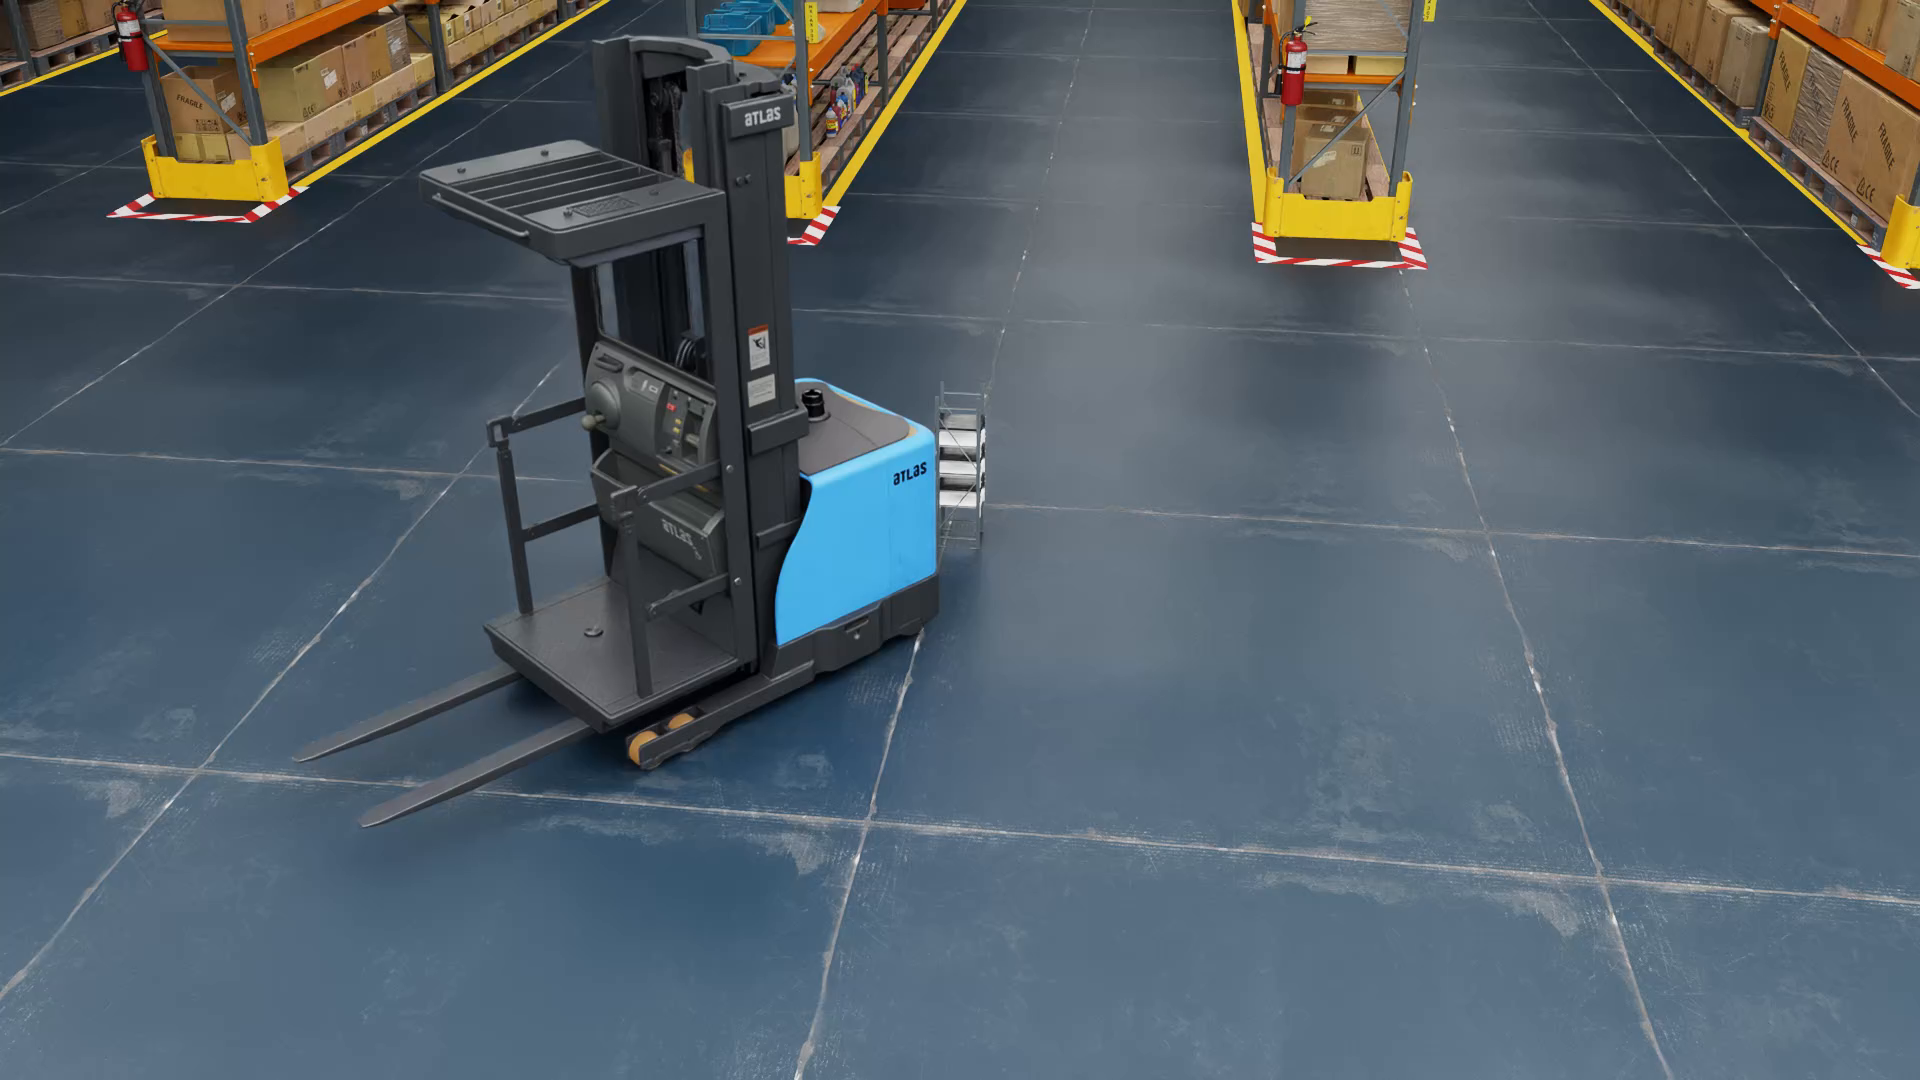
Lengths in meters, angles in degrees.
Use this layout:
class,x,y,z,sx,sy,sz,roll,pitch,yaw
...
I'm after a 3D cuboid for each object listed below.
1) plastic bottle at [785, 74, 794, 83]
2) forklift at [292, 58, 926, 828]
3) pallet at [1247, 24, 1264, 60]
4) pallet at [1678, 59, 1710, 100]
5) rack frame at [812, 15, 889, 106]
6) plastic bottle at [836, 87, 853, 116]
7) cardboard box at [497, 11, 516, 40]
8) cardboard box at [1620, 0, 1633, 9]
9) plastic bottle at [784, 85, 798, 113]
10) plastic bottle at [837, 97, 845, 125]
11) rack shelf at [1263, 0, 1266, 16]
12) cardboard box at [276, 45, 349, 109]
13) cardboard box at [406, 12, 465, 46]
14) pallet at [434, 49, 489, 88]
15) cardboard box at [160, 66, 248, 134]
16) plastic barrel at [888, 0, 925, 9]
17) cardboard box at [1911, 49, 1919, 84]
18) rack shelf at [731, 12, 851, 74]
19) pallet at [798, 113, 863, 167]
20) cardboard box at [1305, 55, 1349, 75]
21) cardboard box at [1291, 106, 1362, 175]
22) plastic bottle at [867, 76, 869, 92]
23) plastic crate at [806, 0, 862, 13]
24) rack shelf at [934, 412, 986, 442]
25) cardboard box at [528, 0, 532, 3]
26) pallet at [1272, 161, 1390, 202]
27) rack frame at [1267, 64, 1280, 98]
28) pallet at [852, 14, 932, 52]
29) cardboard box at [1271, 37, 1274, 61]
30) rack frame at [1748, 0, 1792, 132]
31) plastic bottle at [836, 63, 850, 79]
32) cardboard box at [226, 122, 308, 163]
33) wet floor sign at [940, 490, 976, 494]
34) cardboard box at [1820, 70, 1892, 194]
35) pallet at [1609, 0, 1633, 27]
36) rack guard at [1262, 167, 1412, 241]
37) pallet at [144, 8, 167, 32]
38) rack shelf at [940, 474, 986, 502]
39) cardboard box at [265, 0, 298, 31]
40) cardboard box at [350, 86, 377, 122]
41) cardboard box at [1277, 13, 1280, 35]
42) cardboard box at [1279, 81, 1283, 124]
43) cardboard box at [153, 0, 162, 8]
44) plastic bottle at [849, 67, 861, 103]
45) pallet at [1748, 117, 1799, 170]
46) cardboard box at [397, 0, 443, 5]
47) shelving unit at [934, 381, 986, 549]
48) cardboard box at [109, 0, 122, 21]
class,x,y,z,sx,sy,sz,roll,pitch,yaw
plastic bottle,-1.789,-4.730,17.196,0.144,0.351,0.185,4,29,8
forklift,-1.555,-0.511,7.175,2.937,2.867,1.118,-24,37,-37
pallet,4.030,-6.058,20.272,1.003,0.211,1.213,3,28,6
pallet,8.714,-5.151,18.588,1.003,0.211,1.213,3,28,6
rack frame,-1.279,-6.058,17.333,1.000,3.000,0.127,3,28,6
plastic bottle,-1.158,-4.414,16.689,0.152,0.276,0.135,4,29,7
cardboard box,-5.711,-6.222,20.092,0.500,0.250,0.500,4,29,7
cardboard box,8.975,-7.221,21.684,0.500,0.500,0.500,2,28,4
plastic bottle,-1.714,-4.411,16.684,0.152,0.276,0.135,3,28,6
plastic bottle,-1.183,-4.212,16.318,0.097,0.271,0.097,0,28,0
rack shelf,1.464,-7.758,18.322,5.951,3.145,4.000,3,28,6
cardboard box,-6.290,-4.481,16.070,0.500,0.500,0.500,3,28,6
cardboard box,-5.896,-5.749,18.624,0.500,0.311,0.500,3,29,6
pallet,-6.143,-5.470,19.180,1.003,0.211,1.213,3,28,6
cardboard box,-6.914,-4.039,15.251,0.500,0.500,0.500,3,28,6
plastic barrel,-0.745,-7.402,21.672,0.600,0.830,0.708,3,28,6
cardboard box,8.058,-3.795,12.974,0.875,0.550,0.550,3,28,6
rack shelf,-1.524,-4.886,15.710,0.919,0.124,3.809,3,28,6
pallet,-1.549,-3.941,16.343,1.003,0.211,1.213,3,28,6
cardboard box,2.977,-3.923,13.635,0.380,0.149,0.250,3,28,6
cardboard box,3.279,-3.548,14.867,0.500,0.500,0.500,11,30,19
plastic bottle,-1.014,-4.831,17.542,0.097,0.201,0.097,0,28,0
plastic crate,-1.226,-5.163,15.949,0.530,0.136,0.437,3,28,6
rack shelf,0.001,-0.608,8.931,0.258,0.077,0.200,3,28,6
cardboard box,-5.581,-6.946,20.846,0.500,0.311,0.500,3,28,5
pallet,3.291,-3.076,14.738,1.003,0.211,1.213,3,28,6
rack frame,3.640,-5.770,16.798,0.949,2.616,0.053,3,28,6
pallet,-0.922,-6.351,20.817,1.003,0.211,1.213,3,28,6
cardboard box,3.879,-5.638,18.725,0.700,0.500,0.500,1,28,2
rack frame,8.547,-5.435,16.175,1.000,3.000,0.127,3,28,6
plastic bottle,-1.214,-4.774,17.279,0.144,0.351,0.185,3,28,6
cardboard box,-6.398,-3.679,15.373,0.500,0.250,0.500,3,28,6
wet floor sign,5.952,-1.266,10.920,8.976,0.644,9.326,14,31,24
cardboard box,8.180,-3.539,14.453,0.875,0.875,0.875,3,28,5
pallet,9.287,-7.030,22.077,1.003,0.211,1.213,3,28,6
rack guard,3.156,-2.823,13.963,1.175,0.500,0.348,3,28,6
pallet,-10.718,-6.922,21.875,1.003,0.211,1.213,3,28,6
rack shelf,0.001,-0.291,9.102,0.258,0.077,0.200,3,28,6
cardboard box,-6.555,-4.976,15.218,0.700,0.500,0.500,4,29,8
cardboard box,-6.212,-4.385,16.683,0.500,0.250,0.500,3,28,6
cardboard box,3.057,-4.635,14.957,0.380,0.149,0.250,3,28,6
cardboard box,3.486,-4.399,16.445,0.500,0.500,0.500,13,31,22
cardboard box,-10.657,-7.268,21.750,0.700,0.500,0.500,4,29,7
plastic bottle,-1.095,-4.676,17.095,0.144,0.351,0.185,2,28,4
pallet,8.377,-3.854,16.181,1.003,0.211,1.213,3,28,6
cardboard box,-6.308,-6.257,19.566,0.500,0.311,0.500,3,28,6
shelving unit,0.001,-0.400,9.044,0.258,0.900,0.210,3,28,6
cardboard box,-10.869,-6.797,20.876,0.712,0.500,0.516,3,28,5
